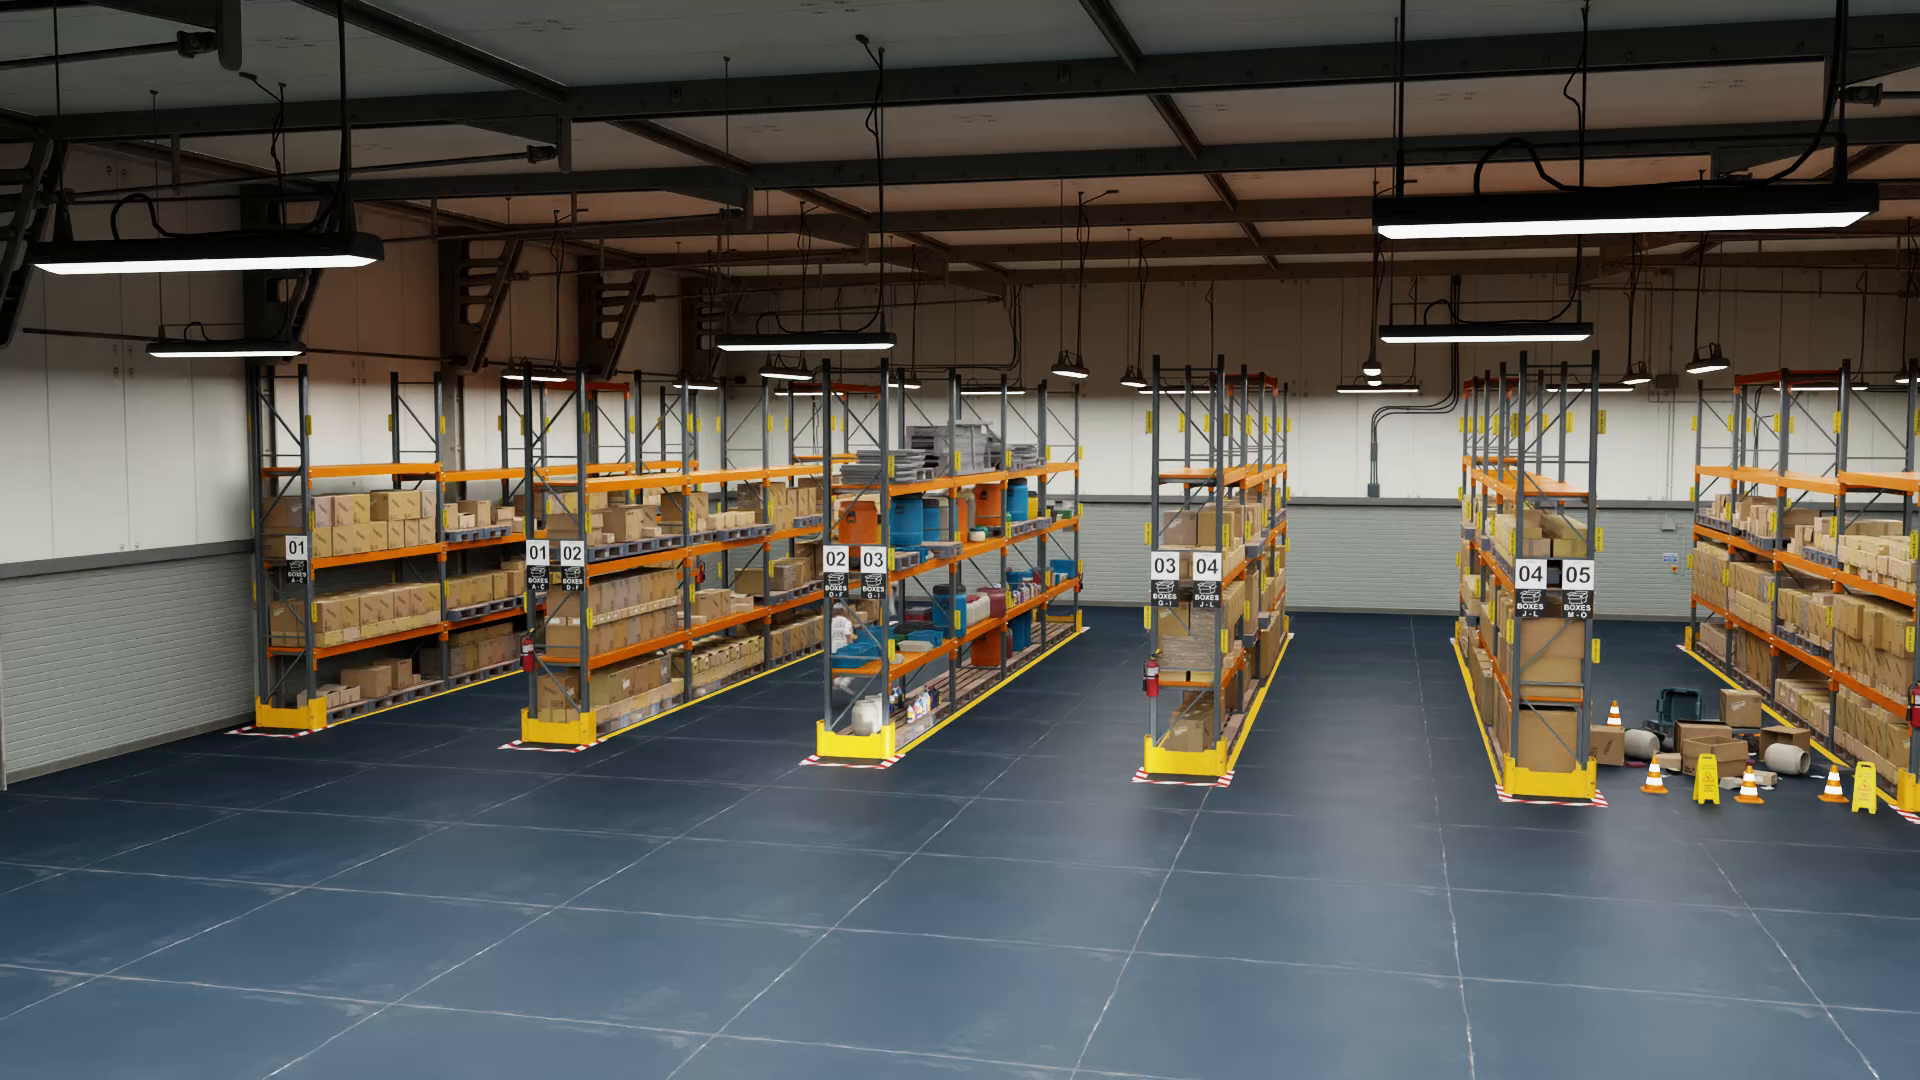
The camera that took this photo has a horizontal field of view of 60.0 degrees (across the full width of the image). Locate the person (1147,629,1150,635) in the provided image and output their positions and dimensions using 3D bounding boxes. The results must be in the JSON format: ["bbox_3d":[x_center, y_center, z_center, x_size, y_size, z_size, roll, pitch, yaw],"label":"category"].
[{"bbox_3d":[4.132,1.821,34.168,0.544,1.603,0.985,1,4,19],"label":"person"}]

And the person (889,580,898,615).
[{"bbox_3d":[-1.772,1.145,43.835,0.505,1.610,1.081,-1,4,-20],"label":"person"}]

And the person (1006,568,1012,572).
[{"bbox_3d":[1.167,1.458,39.951,0.605,1.608,0.431,3,5,38],"label":"person"}]

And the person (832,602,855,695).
[{"bbox_3d":[-2.114,1.936,29.715,0.596,1.651,0.557,2,4,23],"label":"person"}]
